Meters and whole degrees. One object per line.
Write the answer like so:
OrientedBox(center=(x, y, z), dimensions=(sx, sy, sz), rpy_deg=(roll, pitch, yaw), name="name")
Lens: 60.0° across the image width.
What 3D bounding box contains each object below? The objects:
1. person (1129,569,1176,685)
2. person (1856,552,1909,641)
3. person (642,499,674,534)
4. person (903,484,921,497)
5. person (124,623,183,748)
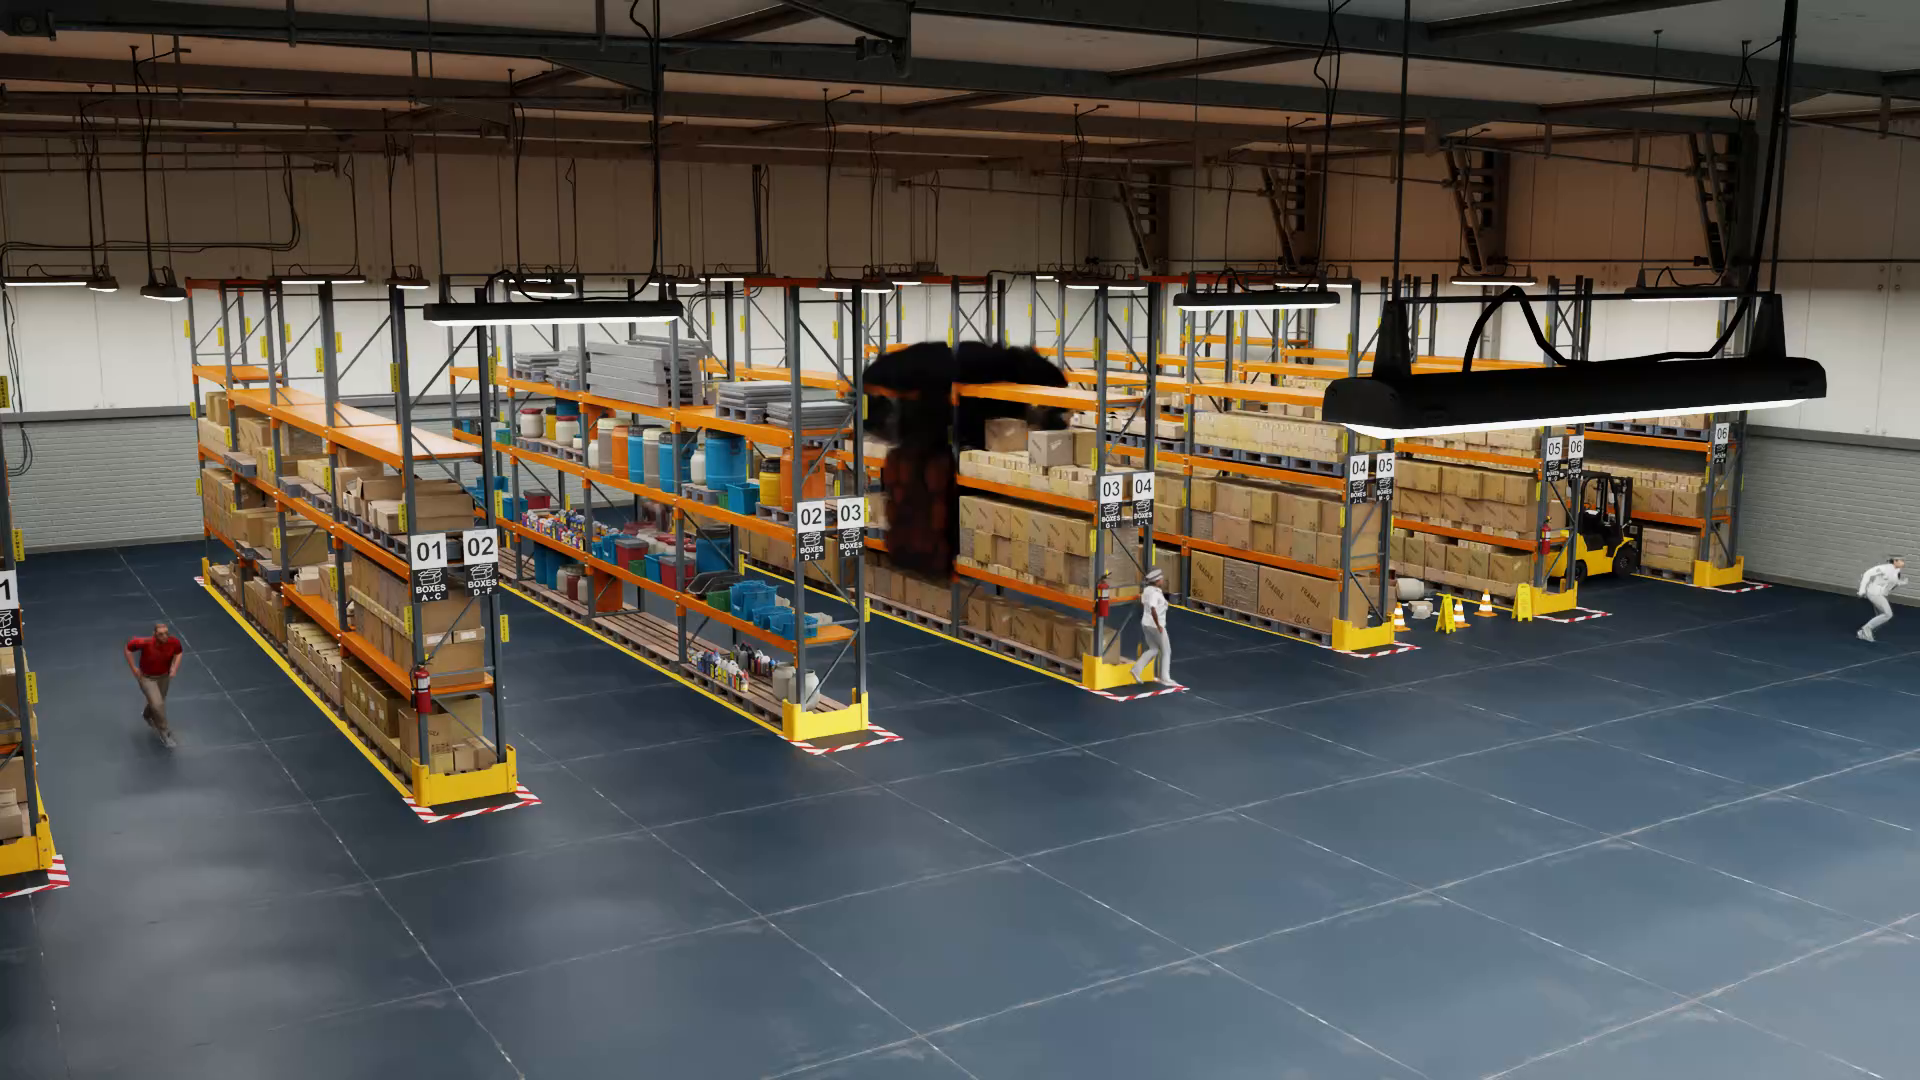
OrientedBox(center=(2.784, 1.258, 23.869), dimensions=(0.723, 1.710, 0.610), rpy_deg=(-3, 10, -20), name="person")
OrientedBox(center=(15.428, 0.961, 27.803), dimensions=(0.679, 1.572, 0.719), rpy_deg=(-8, 13, -41), name="person")
OrientedBox(center=(-6.175, -0.175, 33.838), dimensions=(0.727, 1.742, 0.701), rpy_deg=(-5, 11, -27), name="person")
OrientedBox(center=(-1.234, -1.539, 42.068), dimensions=(0.703, 1.763, 0.735), rpy_deg=(6, 11, 31), name="person")
OrientedBox(center=(-10.701, 1.881, 22.061), dimensions=(0.704, 1.696, 1.007), rpy_deg=(-9, 13, -43), name="person")
